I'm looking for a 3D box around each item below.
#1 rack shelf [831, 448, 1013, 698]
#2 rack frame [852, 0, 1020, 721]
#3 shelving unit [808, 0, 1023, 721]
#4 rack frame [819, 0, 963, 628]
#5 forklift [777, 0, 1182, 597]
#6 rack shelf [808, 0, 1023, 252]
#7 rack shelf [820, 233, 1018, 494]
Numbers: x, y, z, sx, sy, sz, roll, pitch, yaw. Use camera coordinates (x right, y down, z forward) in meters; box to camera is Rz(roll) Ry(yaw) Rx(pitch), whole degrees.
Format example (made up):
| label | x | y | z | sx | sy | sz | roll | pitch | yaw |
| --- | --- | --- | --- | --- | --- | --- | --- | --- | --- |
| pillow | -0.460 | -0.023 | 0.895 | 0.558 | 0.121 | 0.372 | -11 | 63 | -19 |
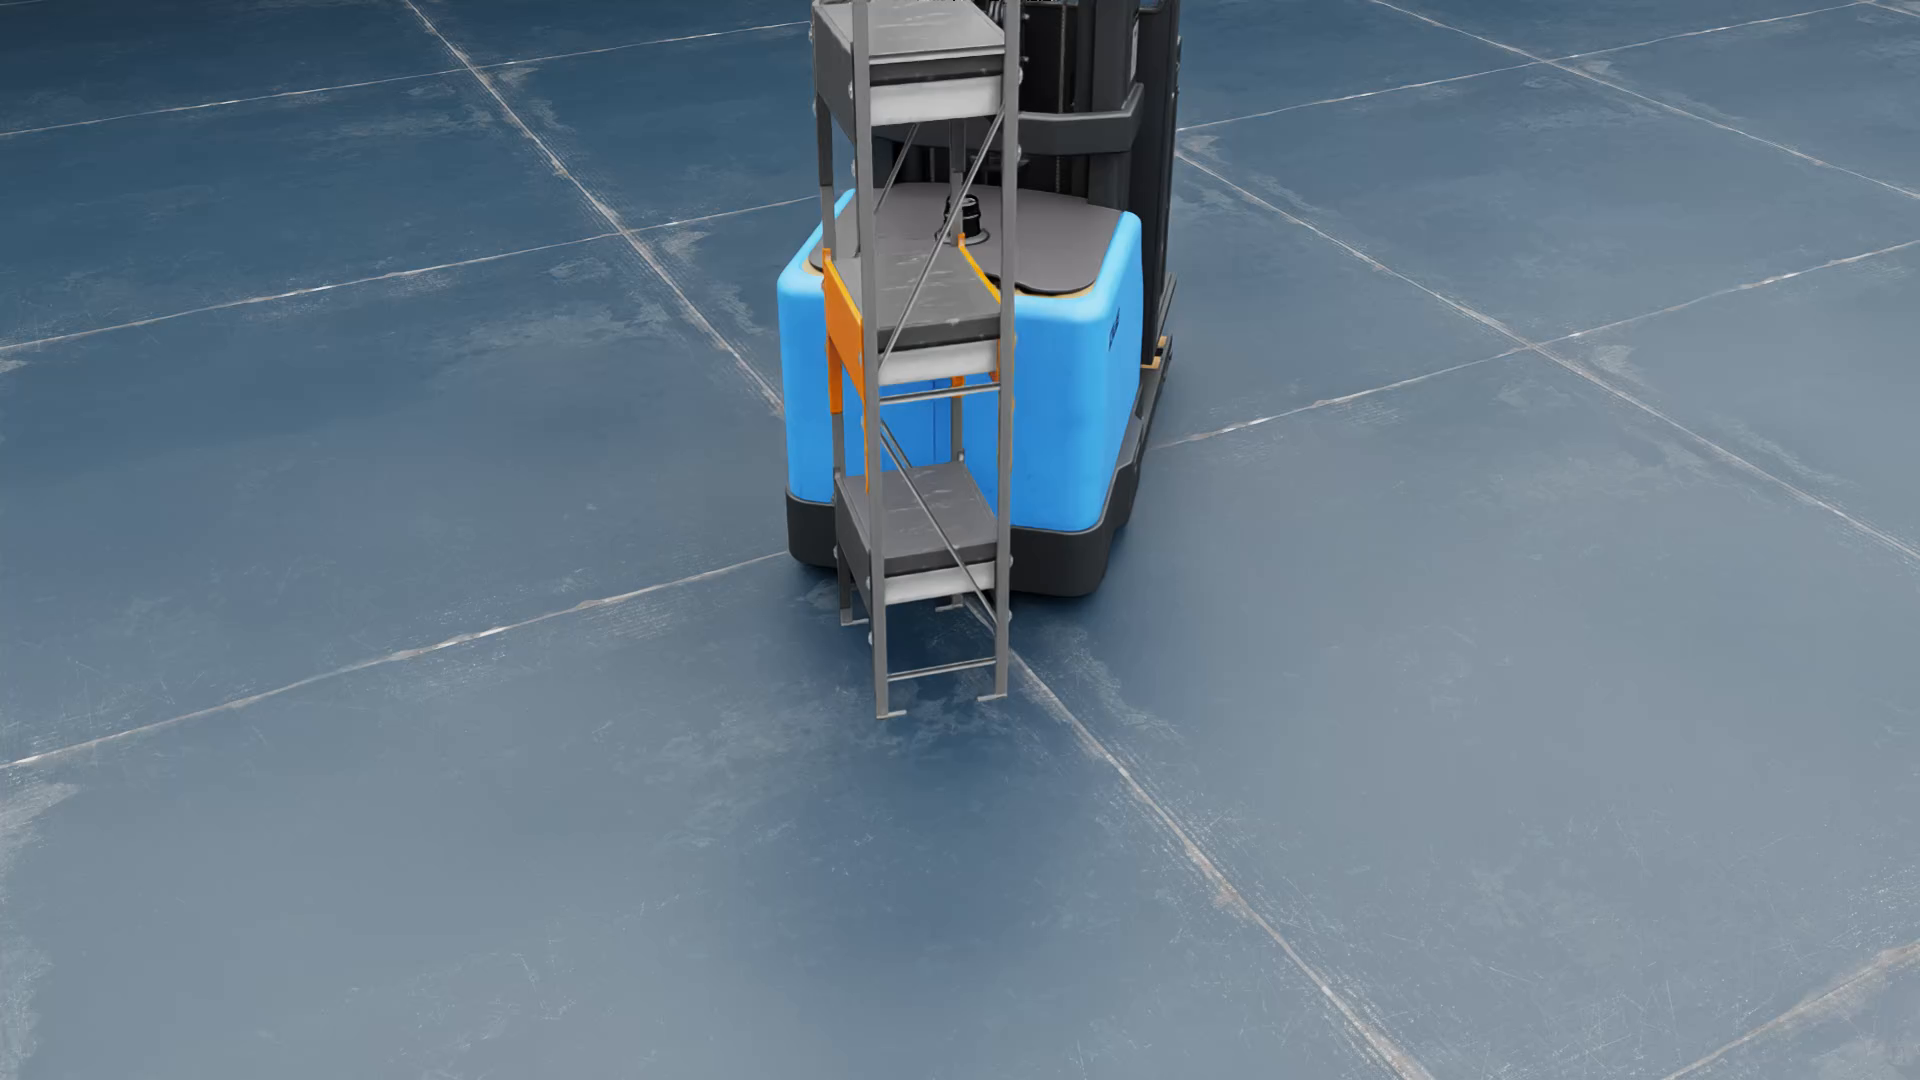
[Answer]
| label | x | y | z | sx | sy | sz | roll | pitch | yaw |
| --- | --- | --- | --- | --- | --- | --- | --- | --- | --- |
| rack shelf | -0.120 | 0.092 | 4.983 | 0.431 | 0.518 | 0.480 | -9 | 34 | -13 |
| rack frame | -0.053 | -0.382 | 4.400 | 0.400 | 2.100 | 0.015 | -9 | 34 | -13 |
| shelving unit | -0.120 | -0.509 | 4.598 | 0.431 | 2.100 | 0.503 | -9 | 34 | -13 |
| rack frame | -0.186 | -0.636 | 4.796 | 0.400 | 2.100 | 0.015 | -9 | 34 | -13 |
| forklift | 0.253 | -1.838 | 5.902 | 1.130 | 2.935 | 3.031 | 7 | 33 | 11 |
| rack shelf | -0.120 | -1.087 | 4.228 | 0.431 | 0.518 | 0.480 | -9 | 34 | -13 |
| rack shelf | -0.120 | -0.497 | 4.605 | 0.431 | 0.518 | 0.480 | -9 | 34 | -13 |
